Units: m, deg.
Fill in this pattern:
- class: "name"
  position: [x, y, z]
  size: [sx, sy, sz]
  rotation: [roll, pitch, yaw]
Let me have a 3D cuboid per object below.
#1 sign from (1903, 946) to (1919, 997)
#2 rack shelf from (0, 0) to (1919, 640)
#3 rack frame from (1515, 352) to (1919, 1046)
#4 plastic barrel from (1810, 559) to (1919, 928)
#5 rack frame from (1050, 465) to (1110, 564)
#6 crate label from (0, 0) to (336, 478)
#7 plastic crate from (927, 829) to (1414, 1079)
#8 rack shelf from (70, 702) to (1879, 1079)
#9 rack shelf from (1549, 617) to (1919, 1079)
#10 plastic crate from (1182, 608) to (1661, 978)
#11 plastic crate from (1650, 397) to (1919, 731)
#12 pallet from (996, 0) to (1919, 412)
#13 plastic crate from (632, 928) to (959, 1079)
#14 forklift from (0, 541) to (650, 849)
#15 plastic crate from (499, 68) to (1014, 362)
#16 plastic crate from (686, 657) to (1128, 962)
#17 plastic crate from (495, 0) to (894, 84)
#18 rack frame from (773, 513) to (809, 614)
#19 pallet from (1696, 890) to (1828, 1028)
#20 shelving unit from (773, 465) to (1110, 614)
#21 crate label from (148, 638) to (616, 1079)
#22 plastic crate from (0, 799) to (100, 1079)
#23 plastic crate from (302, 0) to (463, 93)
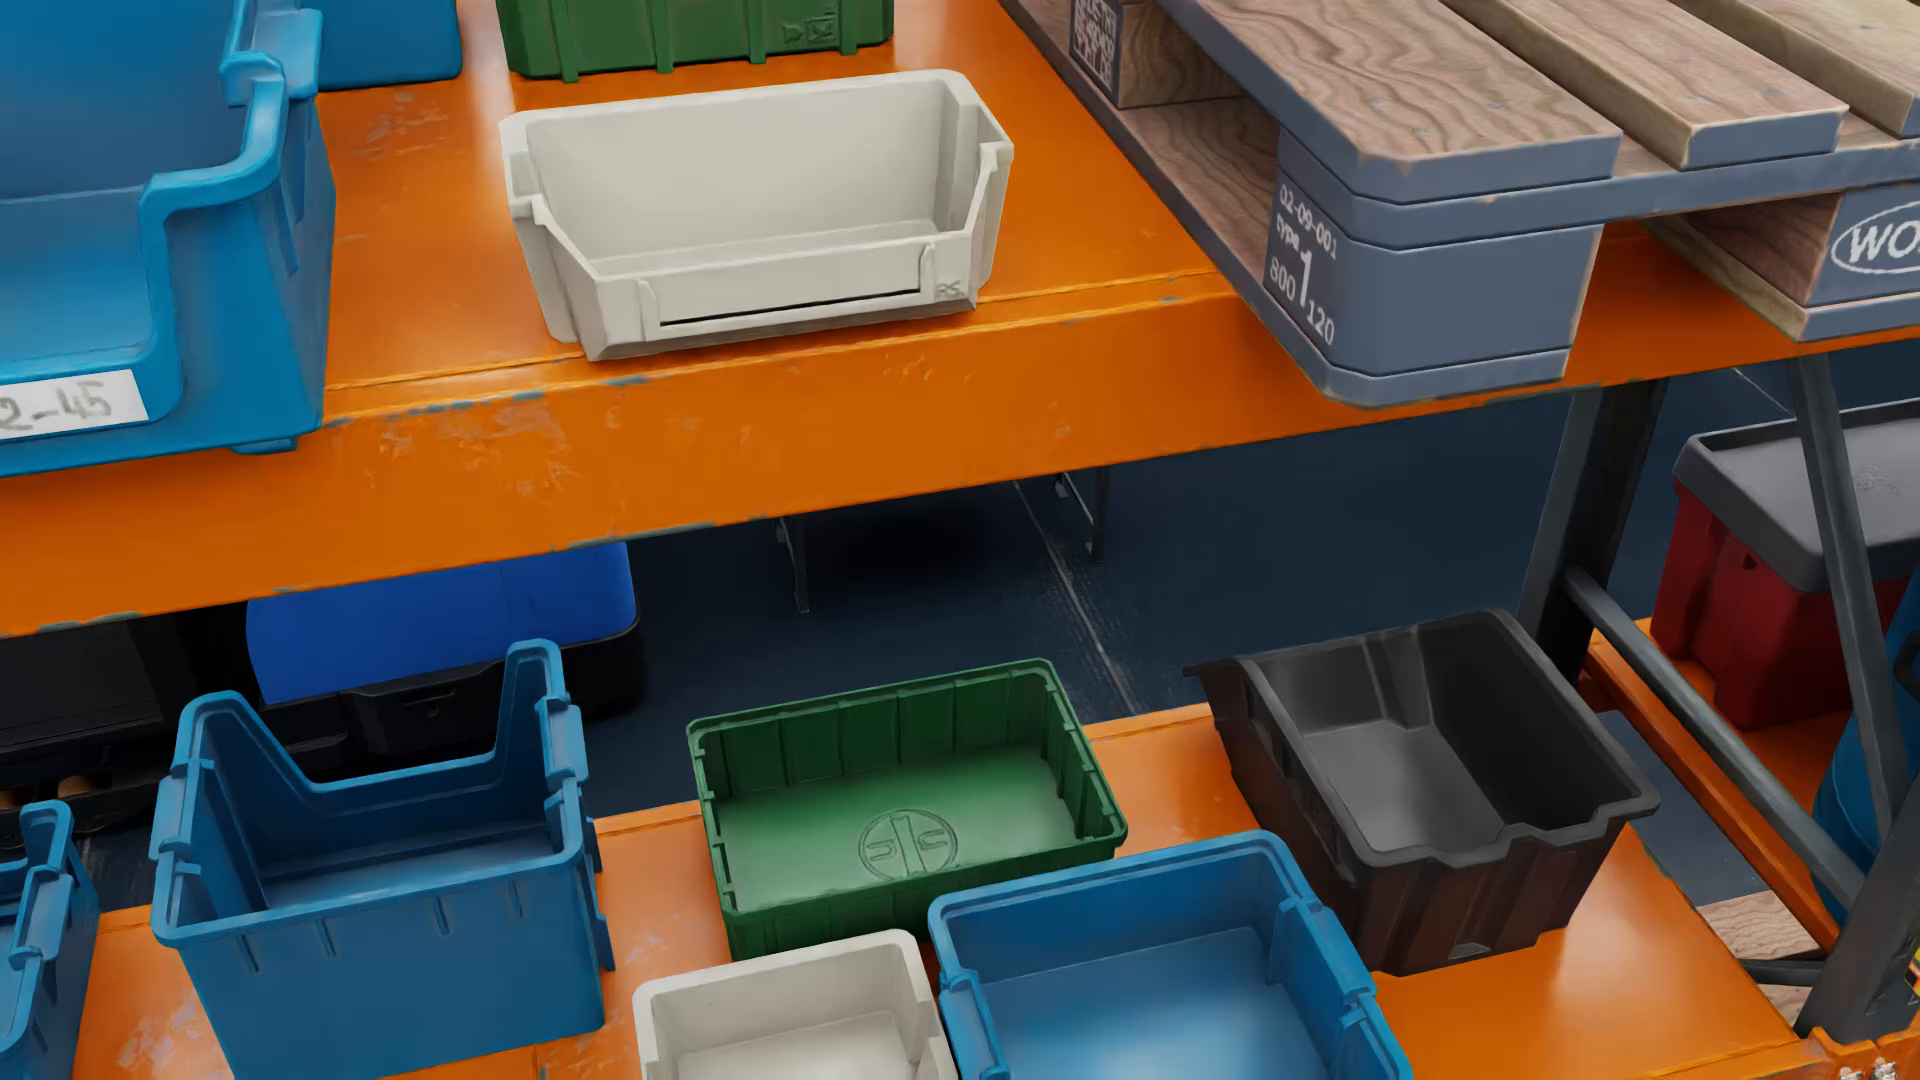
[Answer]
- class: "sign"
  position: [1.416, 0.550, 2.335]
  size: [0.005, 0.325, 0.100]
  rotation: [-9, 38, -12]
- class: "rack shelf"
  position: [-0.648, -0.254, 1.736]
  size: [4.000, 0.370, 1.077]
  rotation: [-9, 38, -12]
- class: "rack frame"
  position: [1.283, 0.335, 2.843]
  size: [0.127, 3.000, 1.000]
  rotation: [-9, 38, -12]
- class: "plastic barrel"
  position: [1.735, 0.253, 2.538]
  size: [0.708, 0.901, 0.600]
  rotation: [-9, 38, -12]
- class: "rack frame"
  position: [0.408, -0.663, 5.382]
  size: [0.032, 1.500, 0.500]
  rotation: [-9, 38, -12]
- class: "crate label"
  position: [-0.685, -0.266, 1.283]
  size: [0.408, 0.251, 0.502]
  rotation: [-9, 38, -12]
- class: "plastic crate"
  position: [0.286, 0.729, 2.451]
  size: [0.616, 0.251, 0.499]
  rotation: [-9, 38, -12]
- class: "rack shelf"
  position: [-0.648, 0.938, 2.647]
  size: [4.000, 0.370, 1.077]
  rotation: [-9, 38, -12]
- class: "rack shelf"
  position: [3.214, 0.304, 3.476]
  size: [4.000, 0.370, 1.077]
  rotation: [-9, 38, -12]
- class: "plastic crate"
  position: [0.745, 0.368, 2.851]
  size: [0.504, 0.338, 0.767]
  rotation: [-9, 38, -12]
- class: "plastic crate"
  position: [1.671, 0.054, 3.158]
  size: [0.583, 0.464, 0.402]
  rotation: [-9, 38, -12]
- class: "pallet"
  position: [0.612, -0.609, 1.765]
  size: [1.003, 0.211, 1.213]
  rotation: [-9, 38, -12]
- class: "plastic crate"
  position: [-0.218, 0.846, 2.393]
  size: [0.437, 0.136, 0.530]
  rotation: [-9, 38, -12]
- class: "forklift"
  position: [-2.524, -0.666, 4.208]
  size: [3.031, 2.935, 1.130]
  rotation: [-11, 39, -14]
- class: "plastic crate"
  position: [-0.161, -0.260, 1.369]
  size: [0.396, 0.136, 0.243]
  rotation: [-9, 38, -12]
- class: "plastic crate"
  position: [-0.101, 0.469, 2.843]
  size: [0.662, 0.188, 0.450]
  rotation: [-9, 38, -12]
- class: "plastic crate"
  position: [-0.311, -0.682, 1.878]
  size: [0.450, 0.188, 0.336]
  rotation: [-9, 38, -12]
- class: "rack frame"
  position: [-0.573, -0.502, 5.171]
  size: [0.032, 1.500, 0.500]
  rotation: [-9, 38, -12]
- class: "pallet"
  position: [2.031, 1.296, 3.882]
  size: [1.213, 0.211, 1.003]
  rotation: [-9, 38, -12]
- class: "shelving unit"
  position: [-0.082, -0.582, 5.277]
  size: [1.048, 1.500, 0.538]
  rotation: [-9, 38, -12]
- class: "crate label"
  position: [-0.872, 0.505, 2.592]
  size: [0.616, 0.435, 0.502]
  rotation: [-9, 38, -12]
- class: "plastic crate"
  position: [-1.545, 0.674, 2.523]
  size: [0.408, 0.251, 0.499]
  rotation: [-9, 38, -12]
- class: "plastic crate"
  position: [-0.816, -0.695, 1.734]
  size: [0.575, 0.384, 0.392]
  rotation: [-9, 38, -12]
